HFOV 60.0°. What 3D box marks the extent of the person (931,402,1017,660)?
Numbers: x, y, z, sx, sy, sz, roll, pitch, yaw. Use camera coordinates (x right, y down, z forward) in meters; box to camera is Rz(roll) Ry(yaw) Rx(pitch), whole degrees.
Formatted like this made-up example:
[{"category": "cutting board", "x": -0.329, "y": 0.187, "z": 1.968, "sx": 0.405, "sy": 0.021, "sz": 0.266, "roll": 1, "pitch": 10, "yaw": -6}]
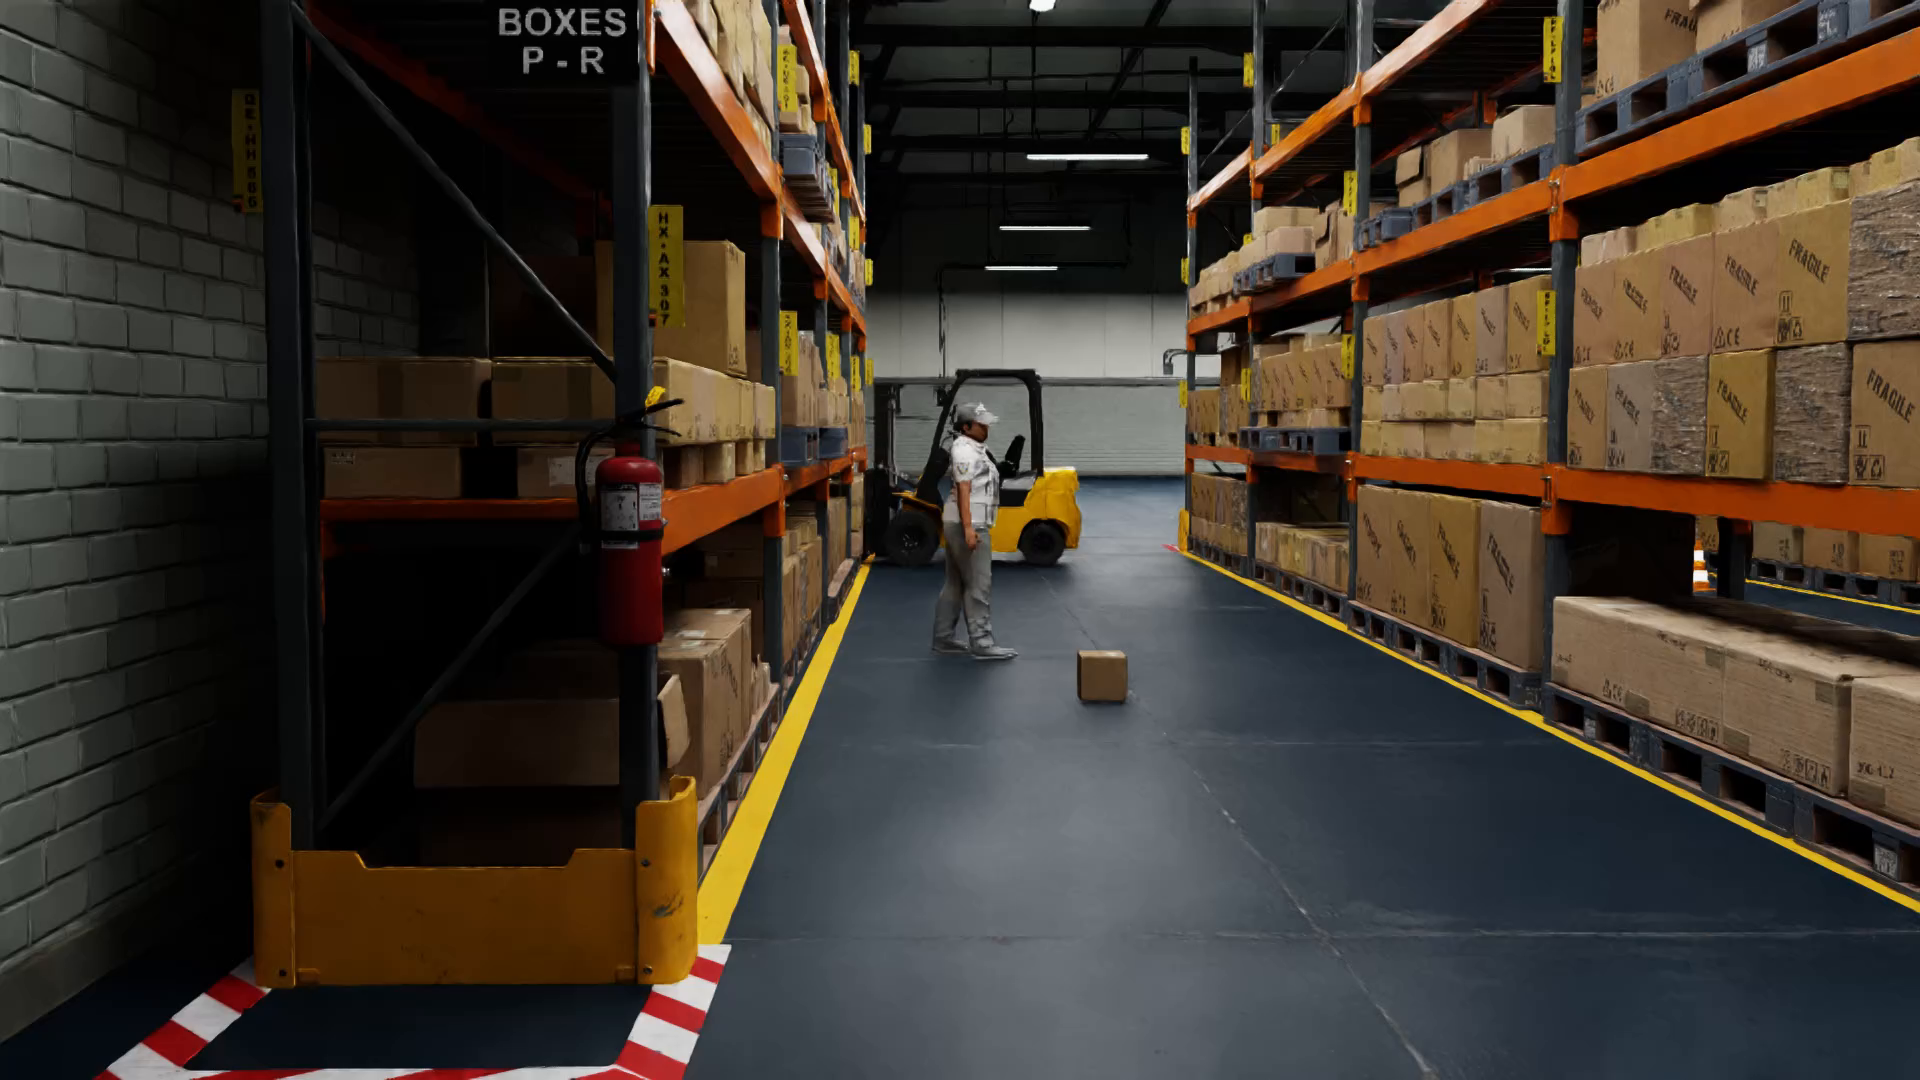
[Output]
[{"category": "person", "x": 0.089, "y": -0.069, "z": 10.800, "sx": 0.569, "sy": 1.652, "sz": 0.671, "roll": 0, "pitch": 4, "yaw": 2}]
